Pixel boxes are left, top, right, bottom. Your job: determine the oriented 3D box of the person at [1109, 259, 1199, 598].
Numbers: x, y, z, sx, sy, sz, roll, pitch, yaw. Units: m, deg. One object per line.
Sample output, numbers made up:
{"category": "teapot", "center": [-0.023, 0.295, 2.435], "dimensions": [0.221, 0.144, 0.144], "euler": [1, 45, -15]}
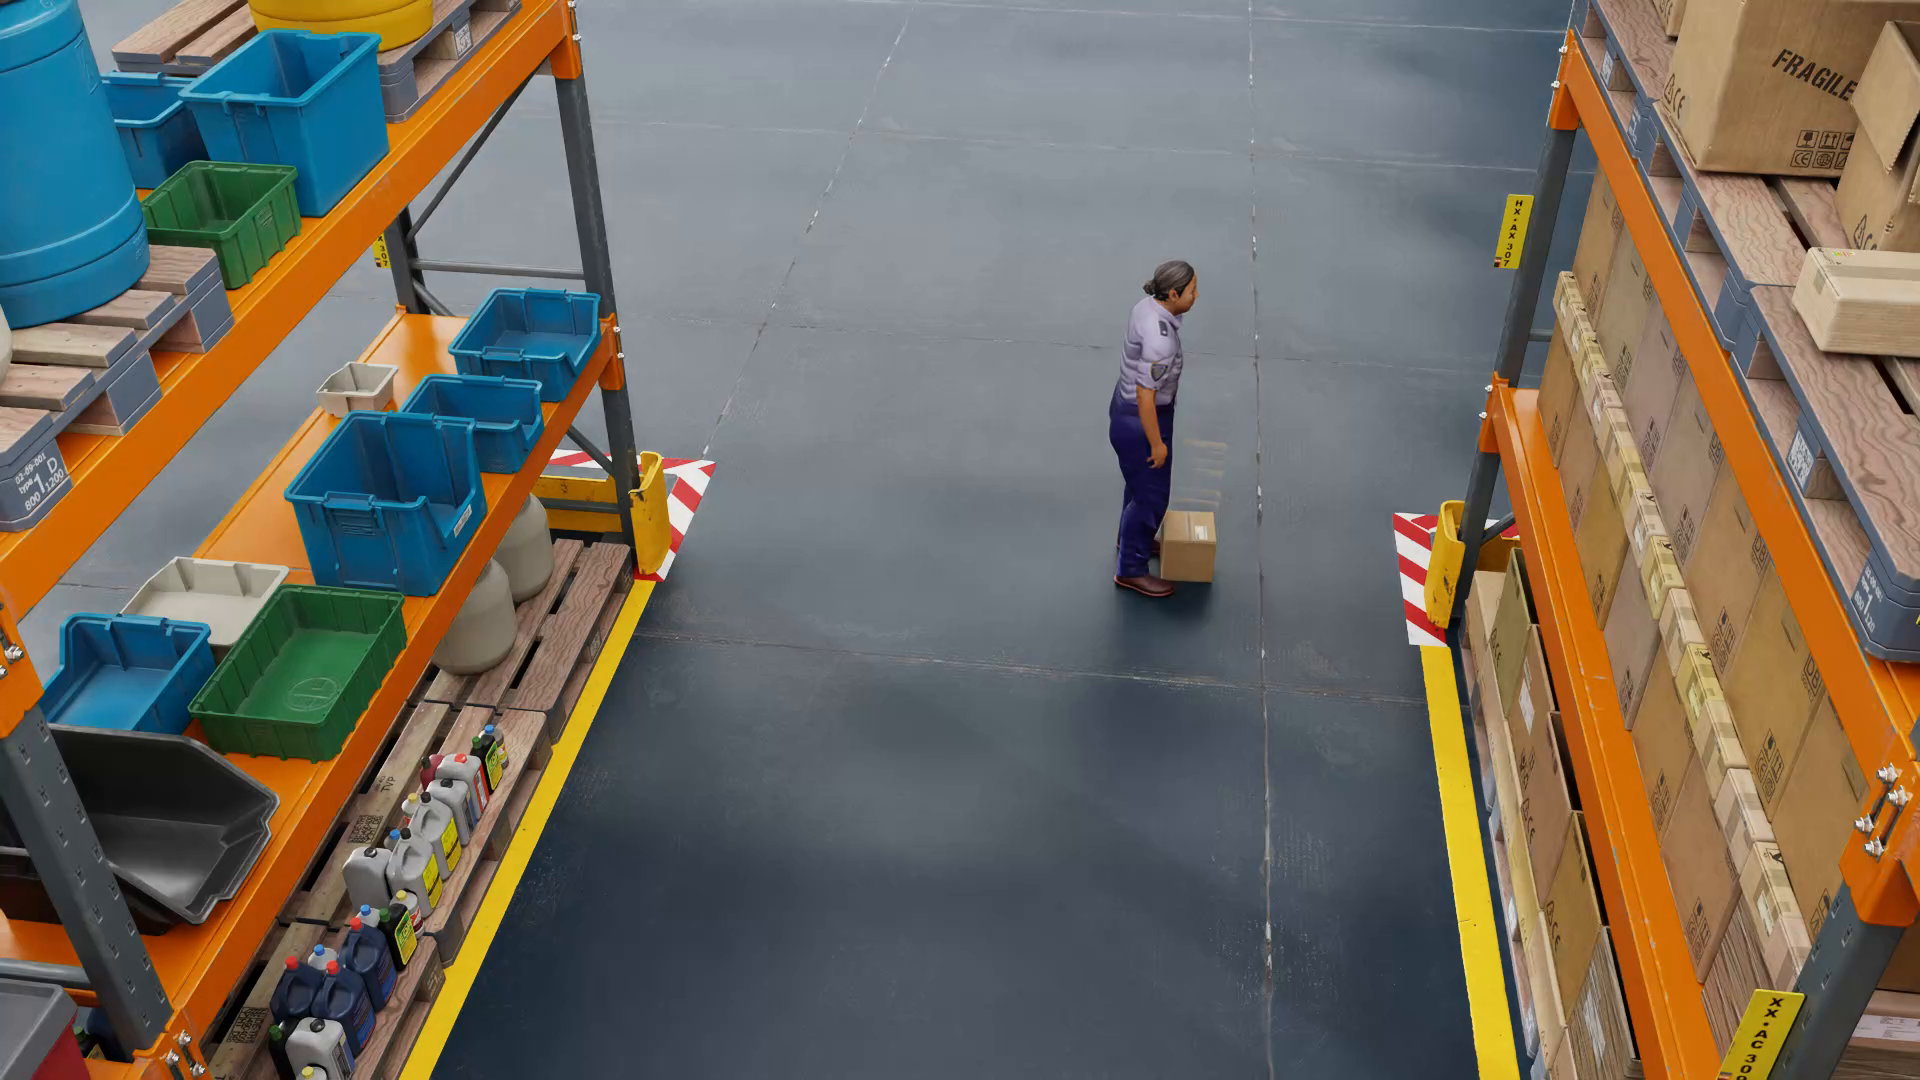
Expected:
{"category": "person", "center": [0.888, -0.549, 7.791], "dimensions": [0.379, 1.651, 0.561], "euler": [2, 36, 3]}
